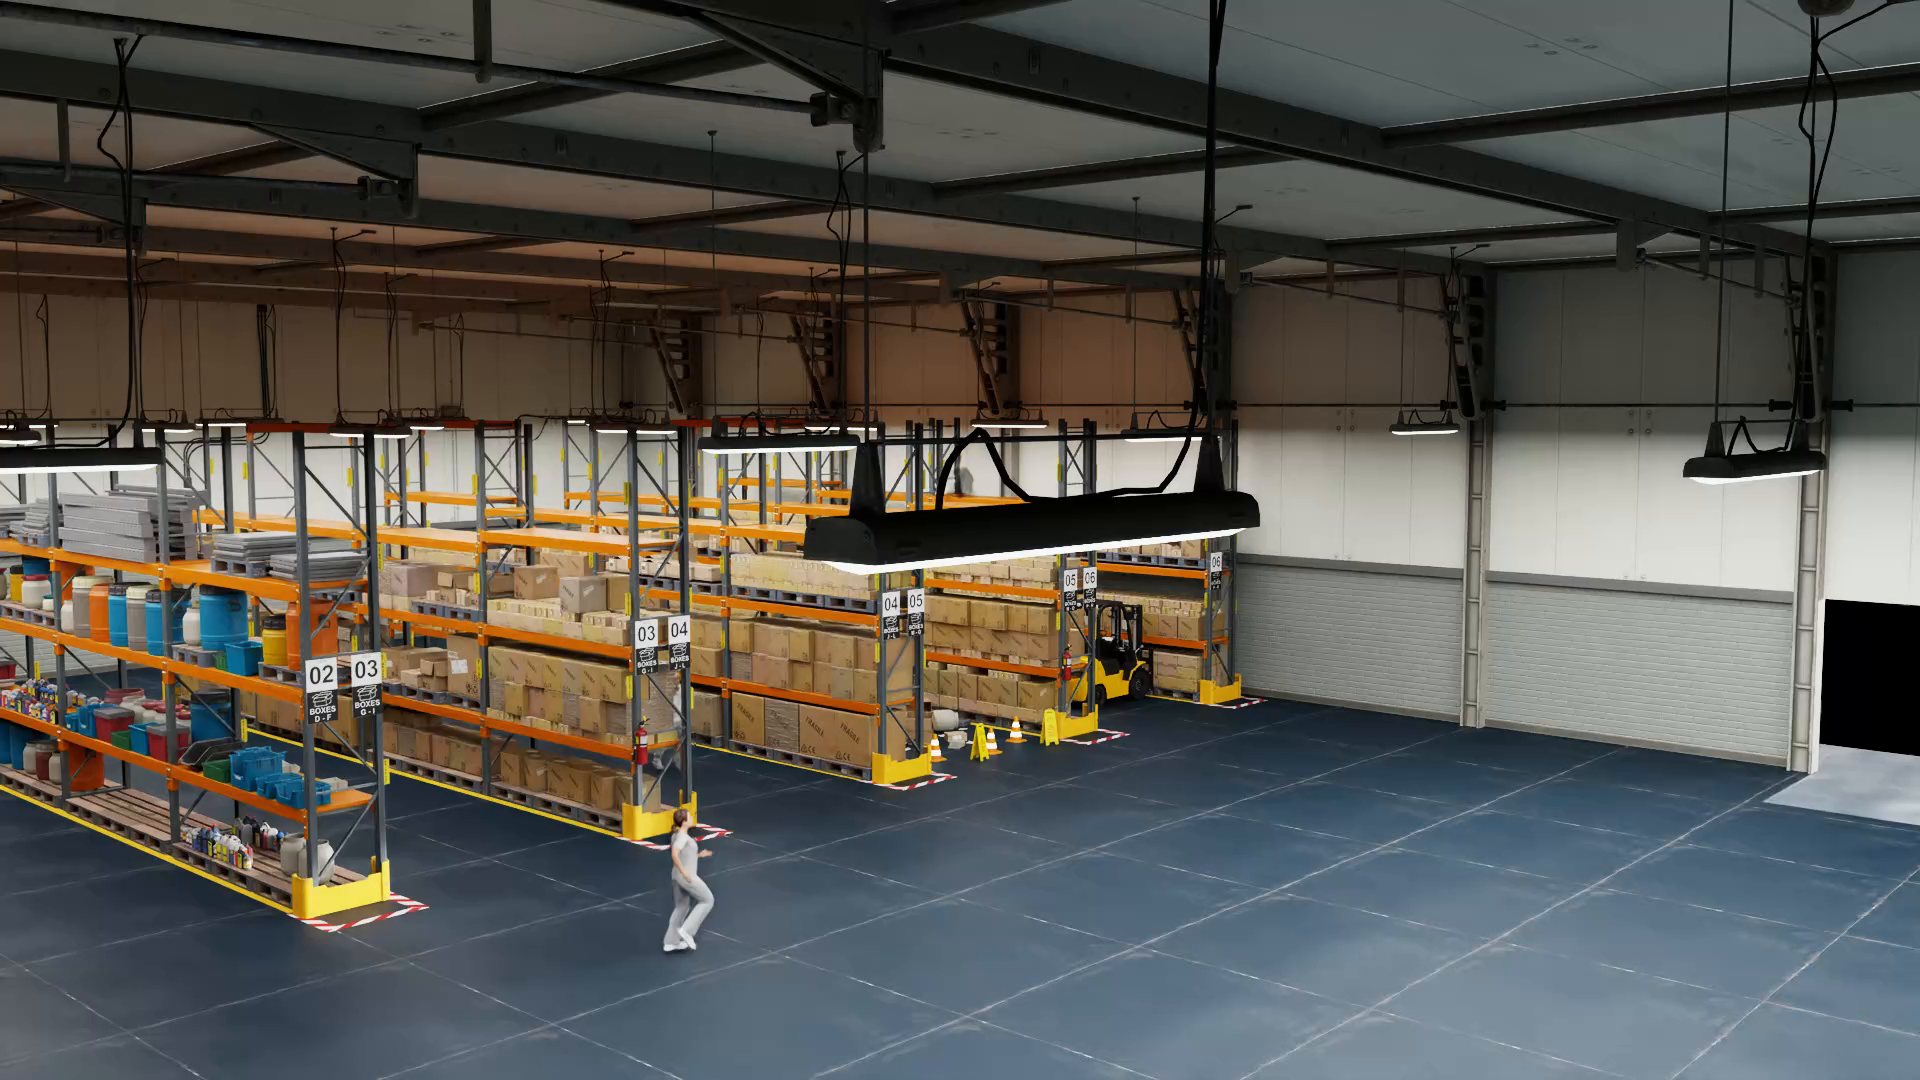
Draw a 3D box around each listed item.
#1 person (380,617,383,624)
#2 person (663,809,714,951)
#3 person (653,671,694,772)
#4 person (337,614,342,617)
[{"bbox_3d":[-12.694,2.523,36.232,0.651,1.711,0.901,-4,6,-42],"label":"person"},{"bbox_3d":[-3.149,3.916,19.257,0.611,1.637,0.551,-3,5,-31],"label":"person"},{"bbox_3d":[-4.889,3.105,28.549,0.870,1.767,0.690,4,6,38],"label":"person"},{"bbox_3d":[-14.214,2.462,37.964,0.581,1.544,0.560,-1,5,-11],"label":"person"}]
